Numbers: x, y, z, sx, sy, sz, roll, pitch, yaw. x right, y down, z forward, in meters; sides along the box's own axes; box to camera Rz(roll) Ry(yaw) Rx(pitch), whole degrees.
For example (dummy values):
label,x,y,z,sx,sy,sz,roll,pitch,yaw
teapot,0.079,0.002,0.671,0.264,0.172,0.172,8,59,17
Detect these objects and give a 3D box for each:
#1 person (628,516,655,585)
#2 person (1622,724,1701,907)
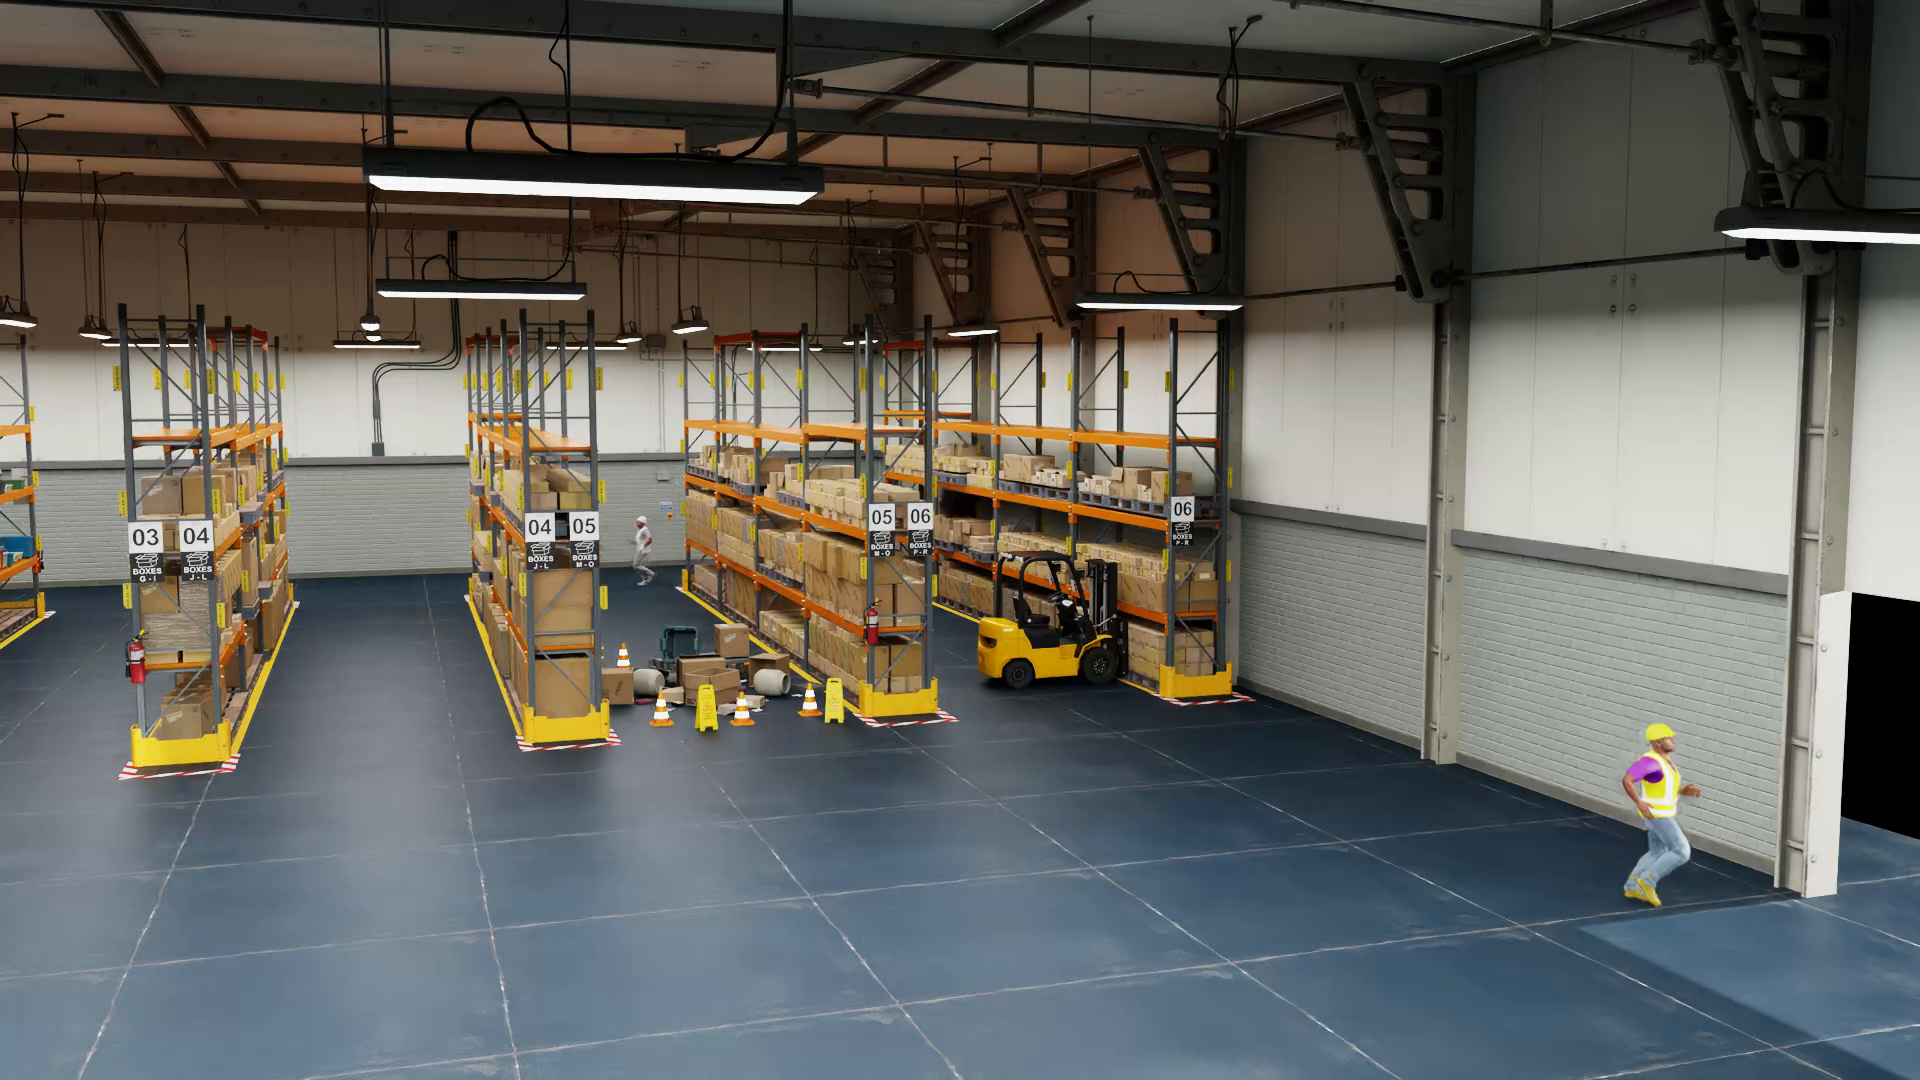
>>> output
label,x,y,z,sx,sy,sz,roll,pitch,yaw
person,-7.830,0.267,40.882,0.627,1.720,0.720,-2,6,-15
person,6.702,2.622,15.876,0.667,1.739,0.690,3,6,28
